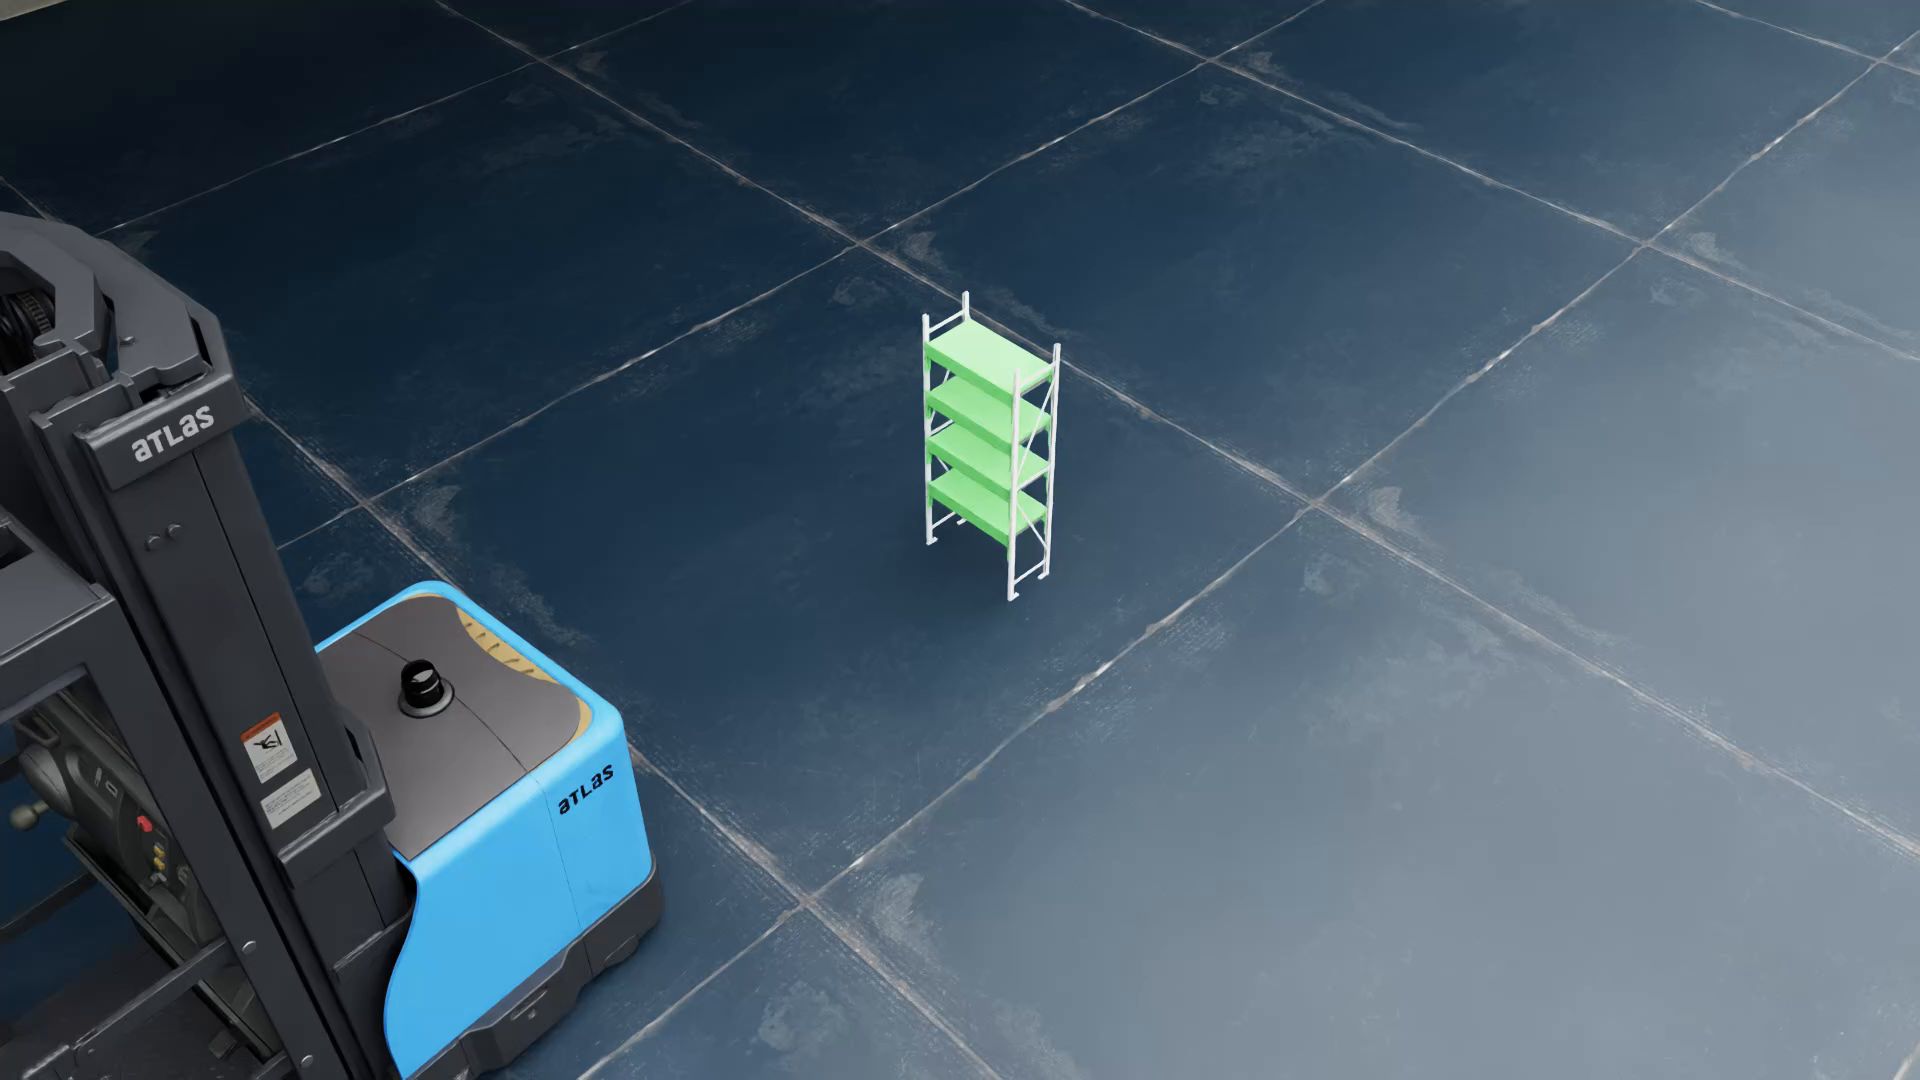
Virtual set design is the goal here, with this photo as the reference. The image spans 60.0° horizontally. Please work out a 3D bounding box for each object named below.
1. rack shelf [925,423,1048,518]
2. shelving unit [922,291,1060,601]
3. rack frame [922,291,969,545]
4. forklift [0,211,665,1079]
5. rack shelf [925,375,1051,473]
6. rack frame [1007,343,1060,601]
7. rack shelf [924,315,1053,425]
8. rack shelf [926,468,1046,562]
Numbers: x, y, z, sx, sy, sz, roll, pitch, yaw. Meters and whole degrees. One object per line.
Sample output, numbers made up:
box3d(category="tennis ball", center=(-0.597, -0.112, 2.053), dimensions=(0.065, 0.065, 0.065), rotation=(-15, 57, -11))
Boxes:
box3d(category="rack shelf", center=(0.117, -0.314, 6.800), dimensions=(0.258, 0.148, 0.480), rotation=(-34, 53, -31))
box3d(category="shelving unit", center=(0.117, -0.361, 6.757), dimensions=(0.258, 1.200, 0.503), rotation=(-34, 53, -31))
box3d(category="rack frame", center=(-0.055, -0.478, 6.884), dimensions=(0.240, 1.200, 0.015), rotation=(-34, 53, -31))
box3d(category="forklift", center=(-2.364, 0.793, 4.232), dimensions=(1.130, 2.935, 3.031), rotation=(30, 51, 29))
box3d(category="rack shelf", center=(0.117, -0.490, 6.637), dimensions=(0.258, 0.148, 0.480), rotation=(-34, 53, -31))
box3d(category="rack frame", center=(0.289, -0.244, 6.630), dimensions=(0.240, 1.200, 0.015), rotation=(-34, 53, -31))
box3d(category="rack shelf", center=(0.117, -0.667, 6.474), dimensions=(0.258, 0.148, 0.480), rotation=(-34, 53, -31))
box3d(category="rack shelf", center=(0.117, -0.138, 6.963), dimensions=(0.258, 0.148, 0.480), rotation=(-34, 53, -31))
